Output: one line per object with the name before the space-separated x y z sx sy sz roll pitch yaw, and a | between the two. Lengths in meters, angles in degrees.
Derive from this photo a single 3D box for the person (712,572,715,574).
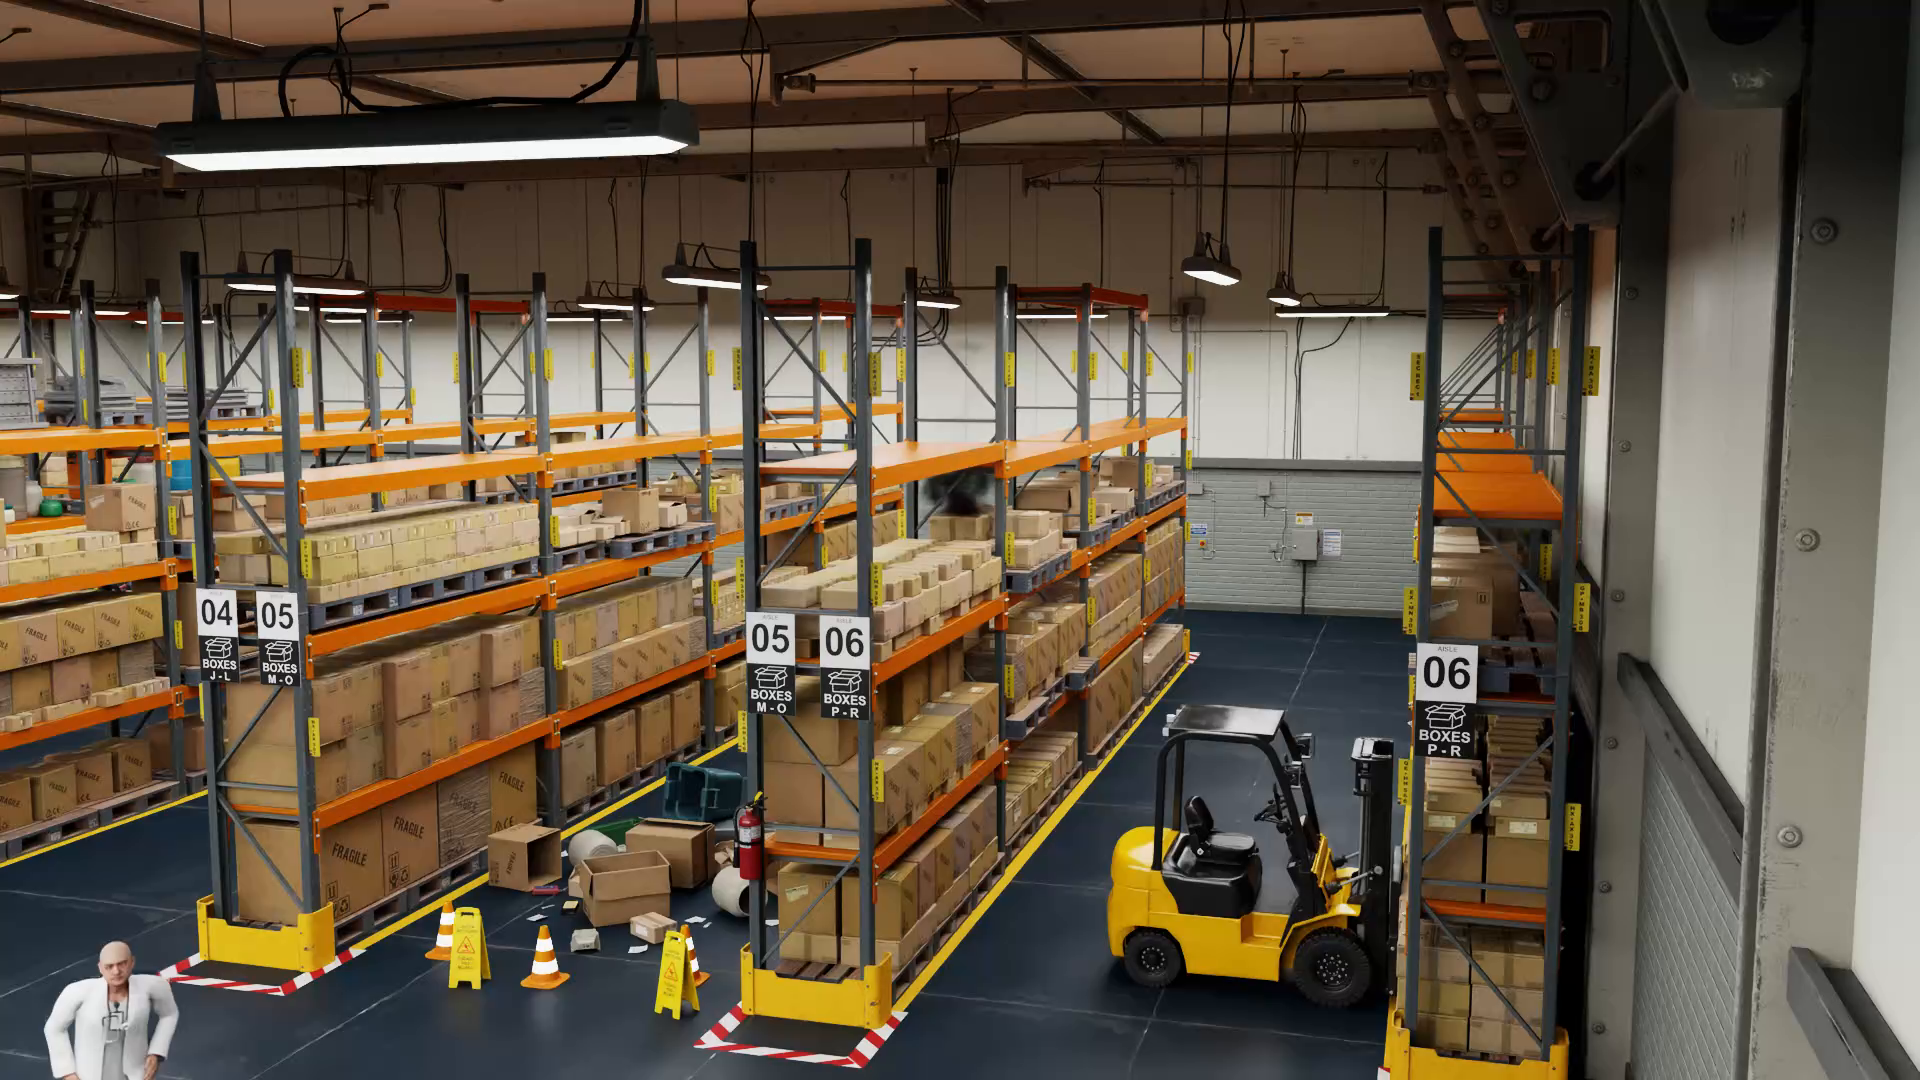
person | -4.011 1.334 27.199 0.557 1.641 0.670 2 7 20

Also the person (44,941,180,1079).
person | -5.055 3.215 9.963 0.718 1.759 0.938 -3 7 -27
